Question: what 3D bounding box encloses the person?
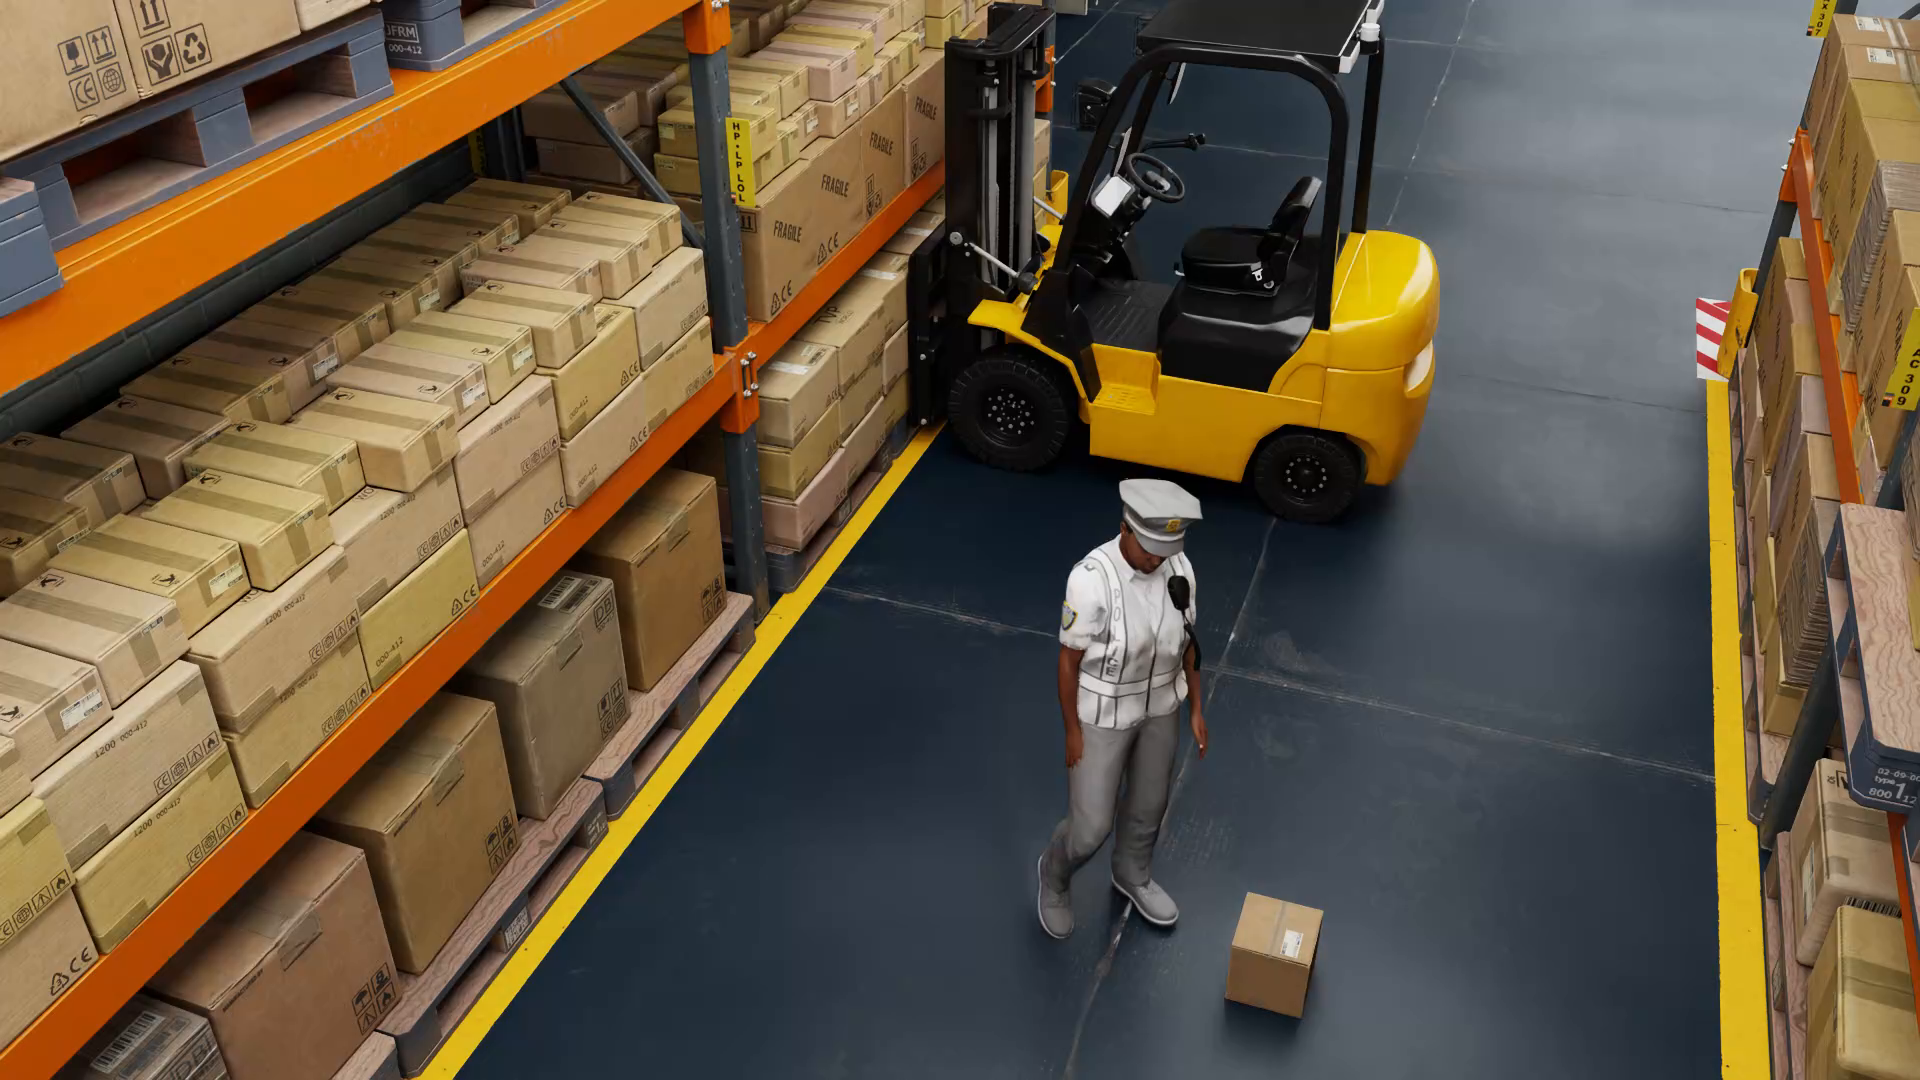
[{"bbox_3d":[0.516,0.573,5.263,0.520,1.686,0.384,-16,37,-23],"label":"person"}]
